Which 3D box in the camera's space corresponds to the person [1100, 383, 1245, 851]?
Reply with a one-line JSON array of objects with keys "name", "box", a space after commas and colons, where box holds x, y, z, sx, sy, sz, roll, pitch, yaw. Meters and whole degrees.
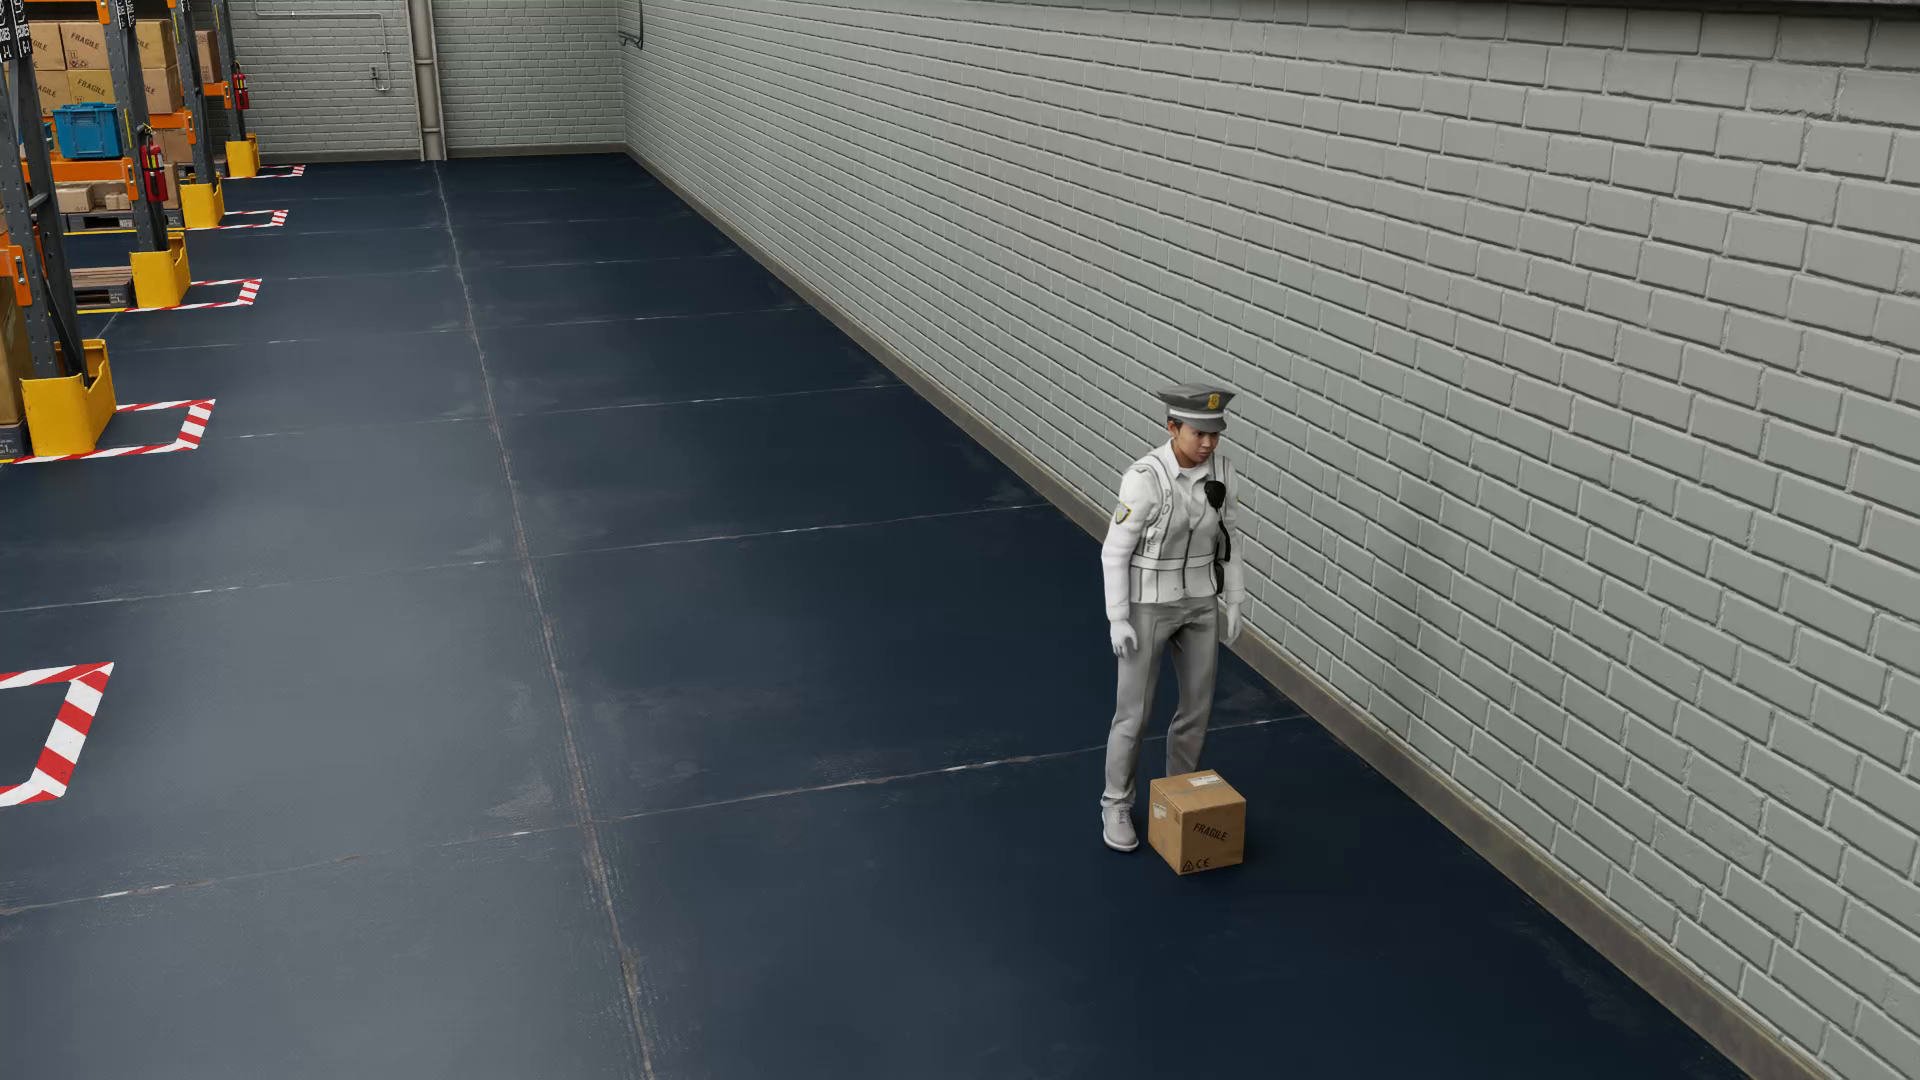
[{"name": "person", "box": [0.749, 0.252, 5.842, 0.546, 1.666, 0.371, -7, 21, -19]}]
